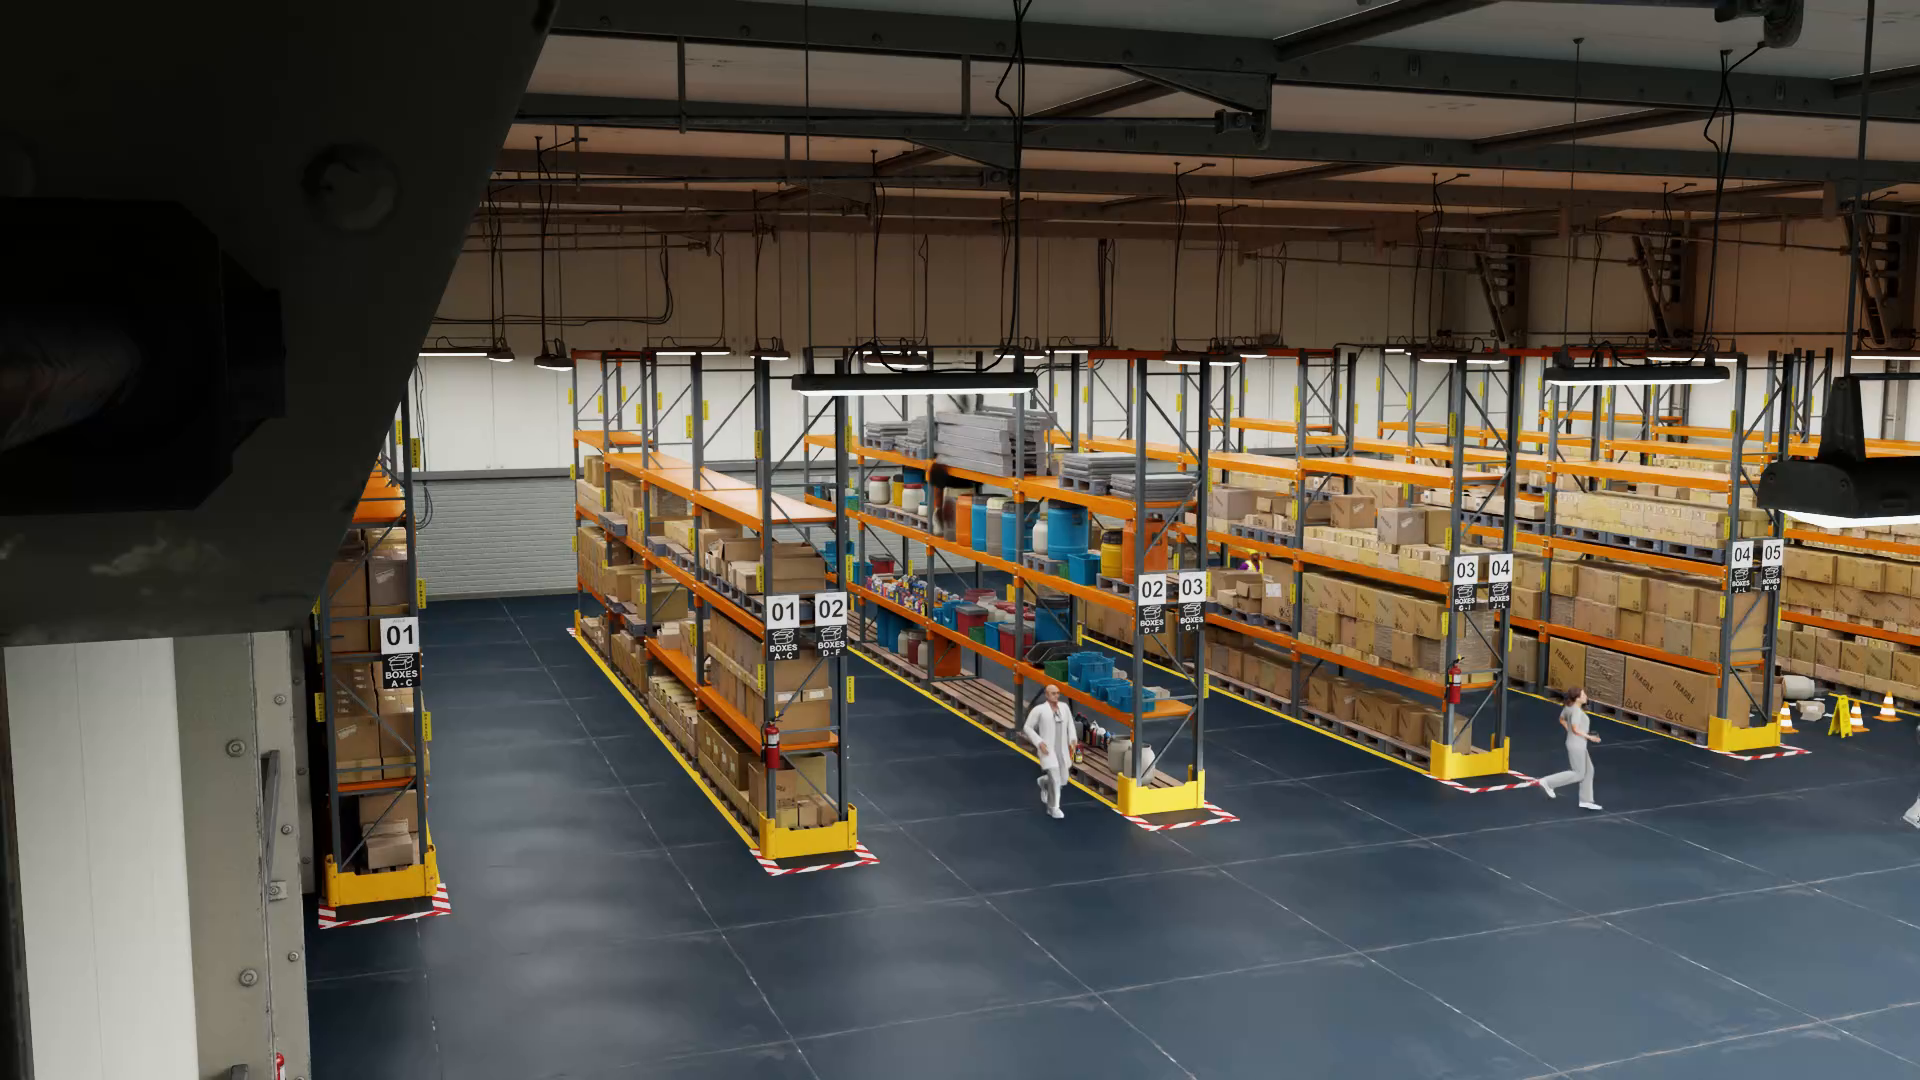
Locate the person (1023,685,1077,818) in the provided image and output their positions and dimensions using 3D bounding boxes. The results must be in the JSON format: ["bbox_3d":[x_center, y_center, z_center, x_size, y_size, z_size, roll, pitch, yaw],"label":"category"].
[{"bbox_3d":[1.182,2.848,21.907,0.741,1.523,0.742,-4,8,-28],"label":"person"}]

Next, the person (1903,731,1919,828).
[{"bbox_3d":[12.418,2.902,21.040,0.816,1.722,0.593,2,7,17],"label":"person"}]

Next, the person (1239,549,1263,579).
[{"bbox_3d":[6.341,1.032,35.789,0.699,1.719,0.605,-3,8,-23],"label":"person"}]

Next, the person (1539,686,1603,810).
[{"bbox_3d":[8.178,2.773,22.222,0.827,1.662,0.570,1,7,11],"label":"person"}]
